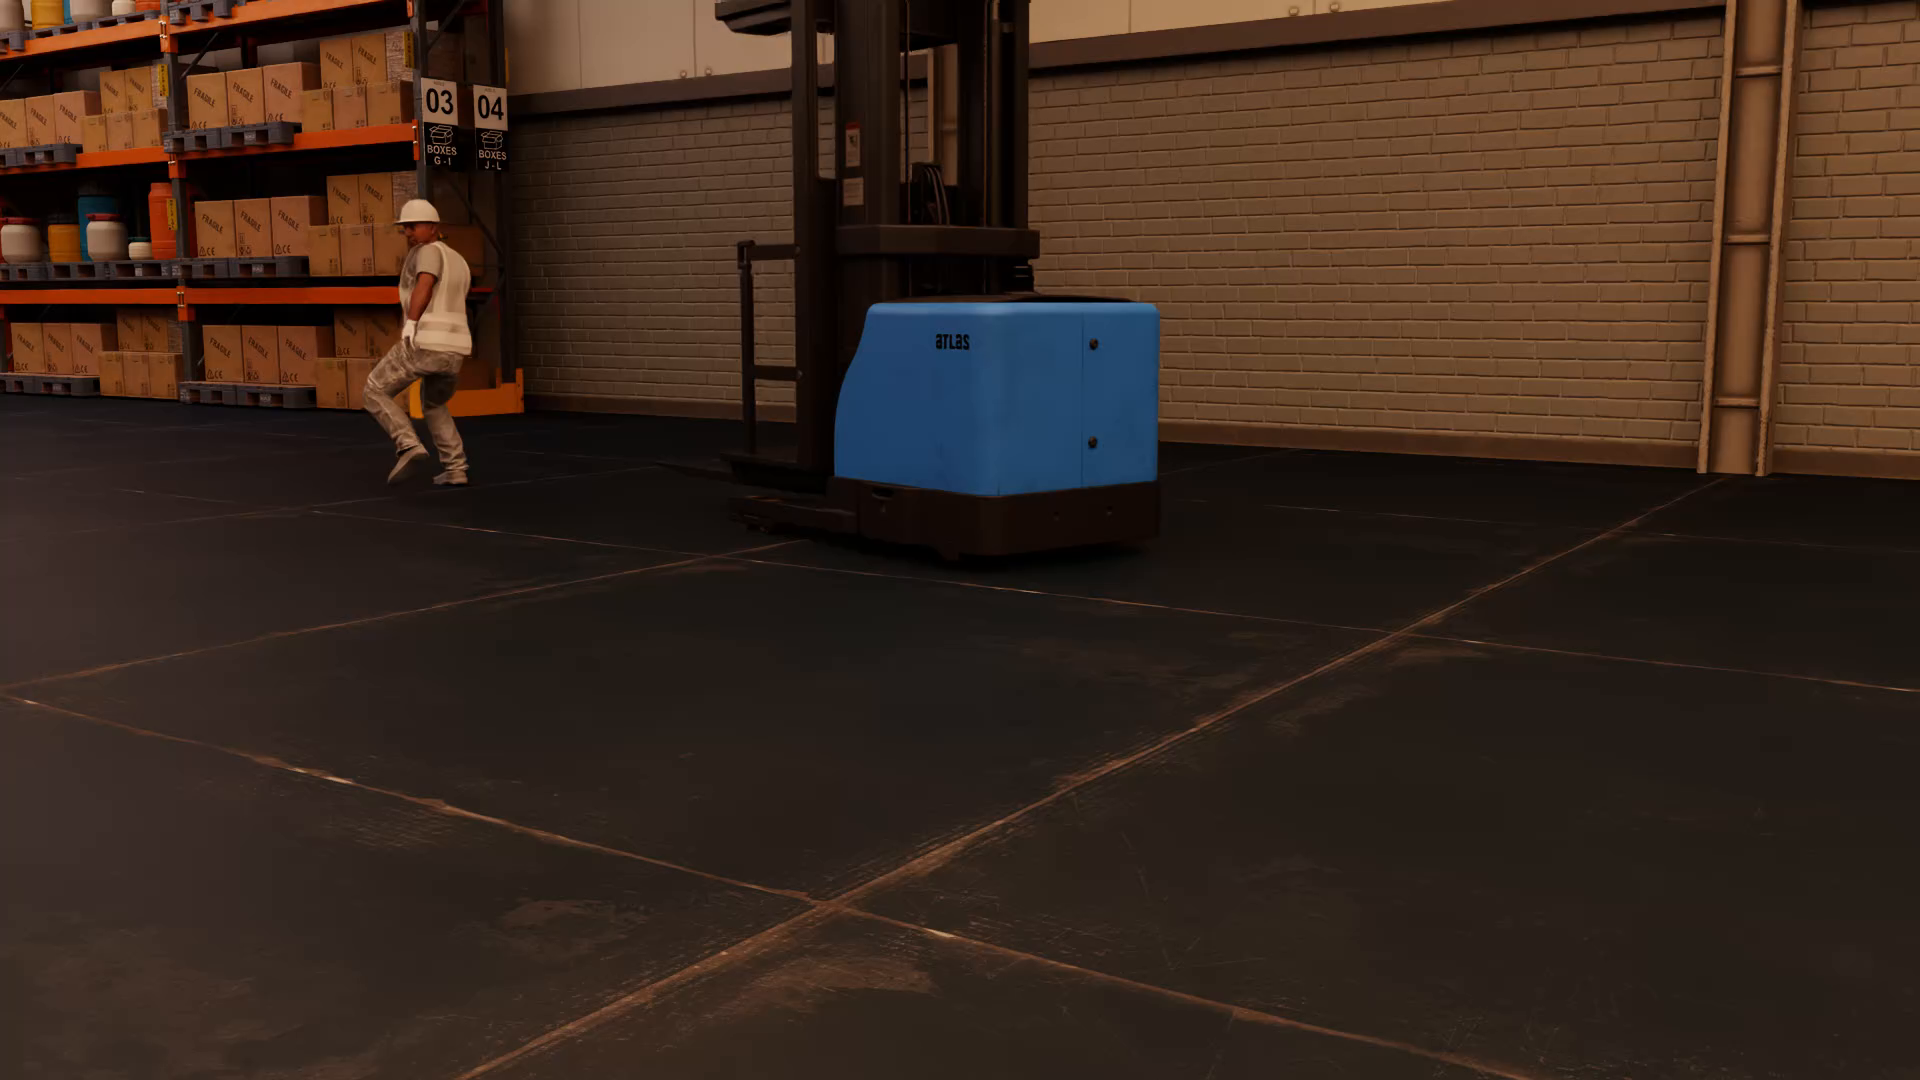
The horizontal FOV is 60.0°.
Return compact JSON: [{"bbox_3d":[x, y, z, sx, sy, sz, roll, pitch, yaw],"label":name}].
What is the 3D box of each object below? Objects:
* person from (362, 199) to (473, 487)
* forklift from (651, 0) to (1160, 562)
[{"bbox_3d":[-3.131,-1.135,9.683,0.625,1.676,0.849,4,9,23],"label":"person"},{"bbox_3d":[-0.453,-1.521,7.889,1.130,2.935,3.031,-7,10,-39],"label":"forklift"}]
